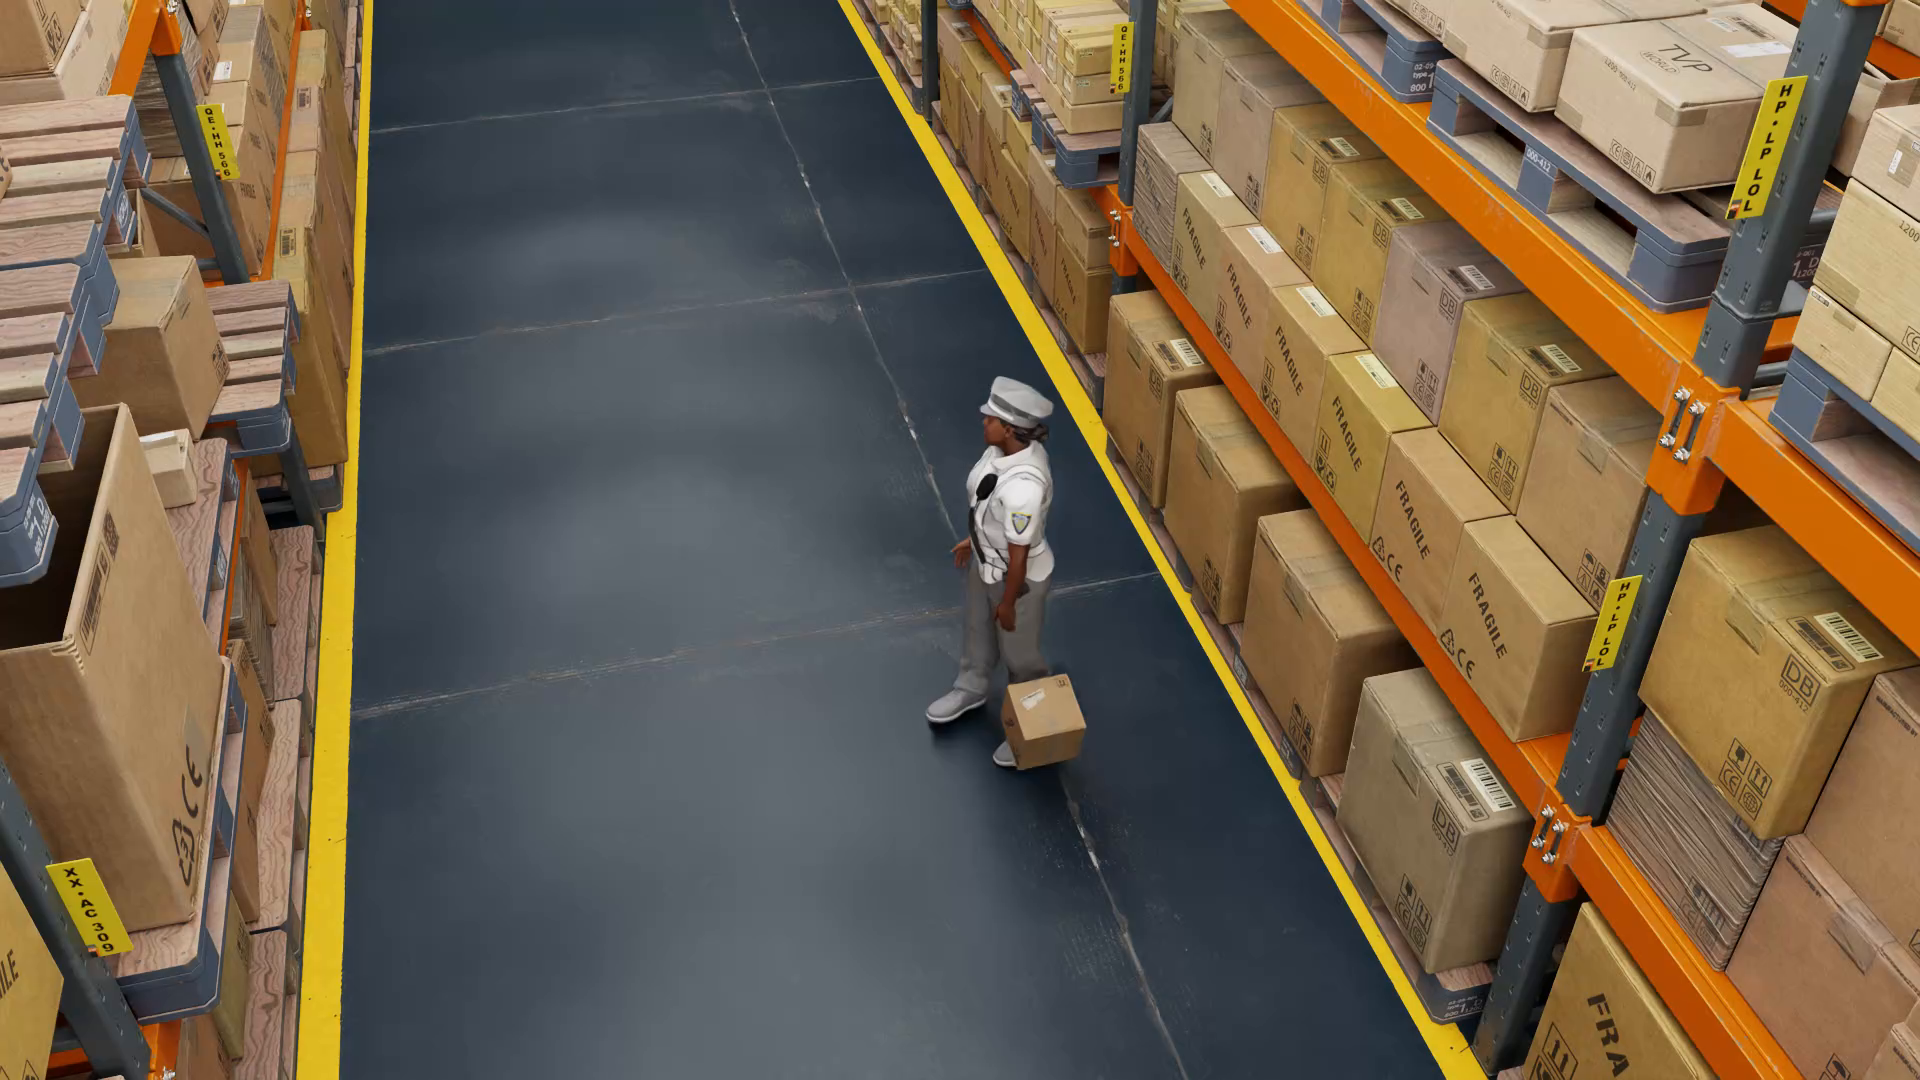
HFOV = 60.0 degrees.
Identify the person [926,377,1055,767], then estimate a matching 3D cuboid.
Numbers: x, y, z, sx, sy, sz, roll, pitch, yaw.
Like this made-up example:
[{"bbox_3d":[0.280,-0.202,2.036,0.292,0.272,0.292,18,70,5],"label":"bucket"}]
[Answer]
[{"bbox_3d":[0.116,0.134,6.494,0.499,1.690,0.487,-7,39,-9],"label":"person"}]
